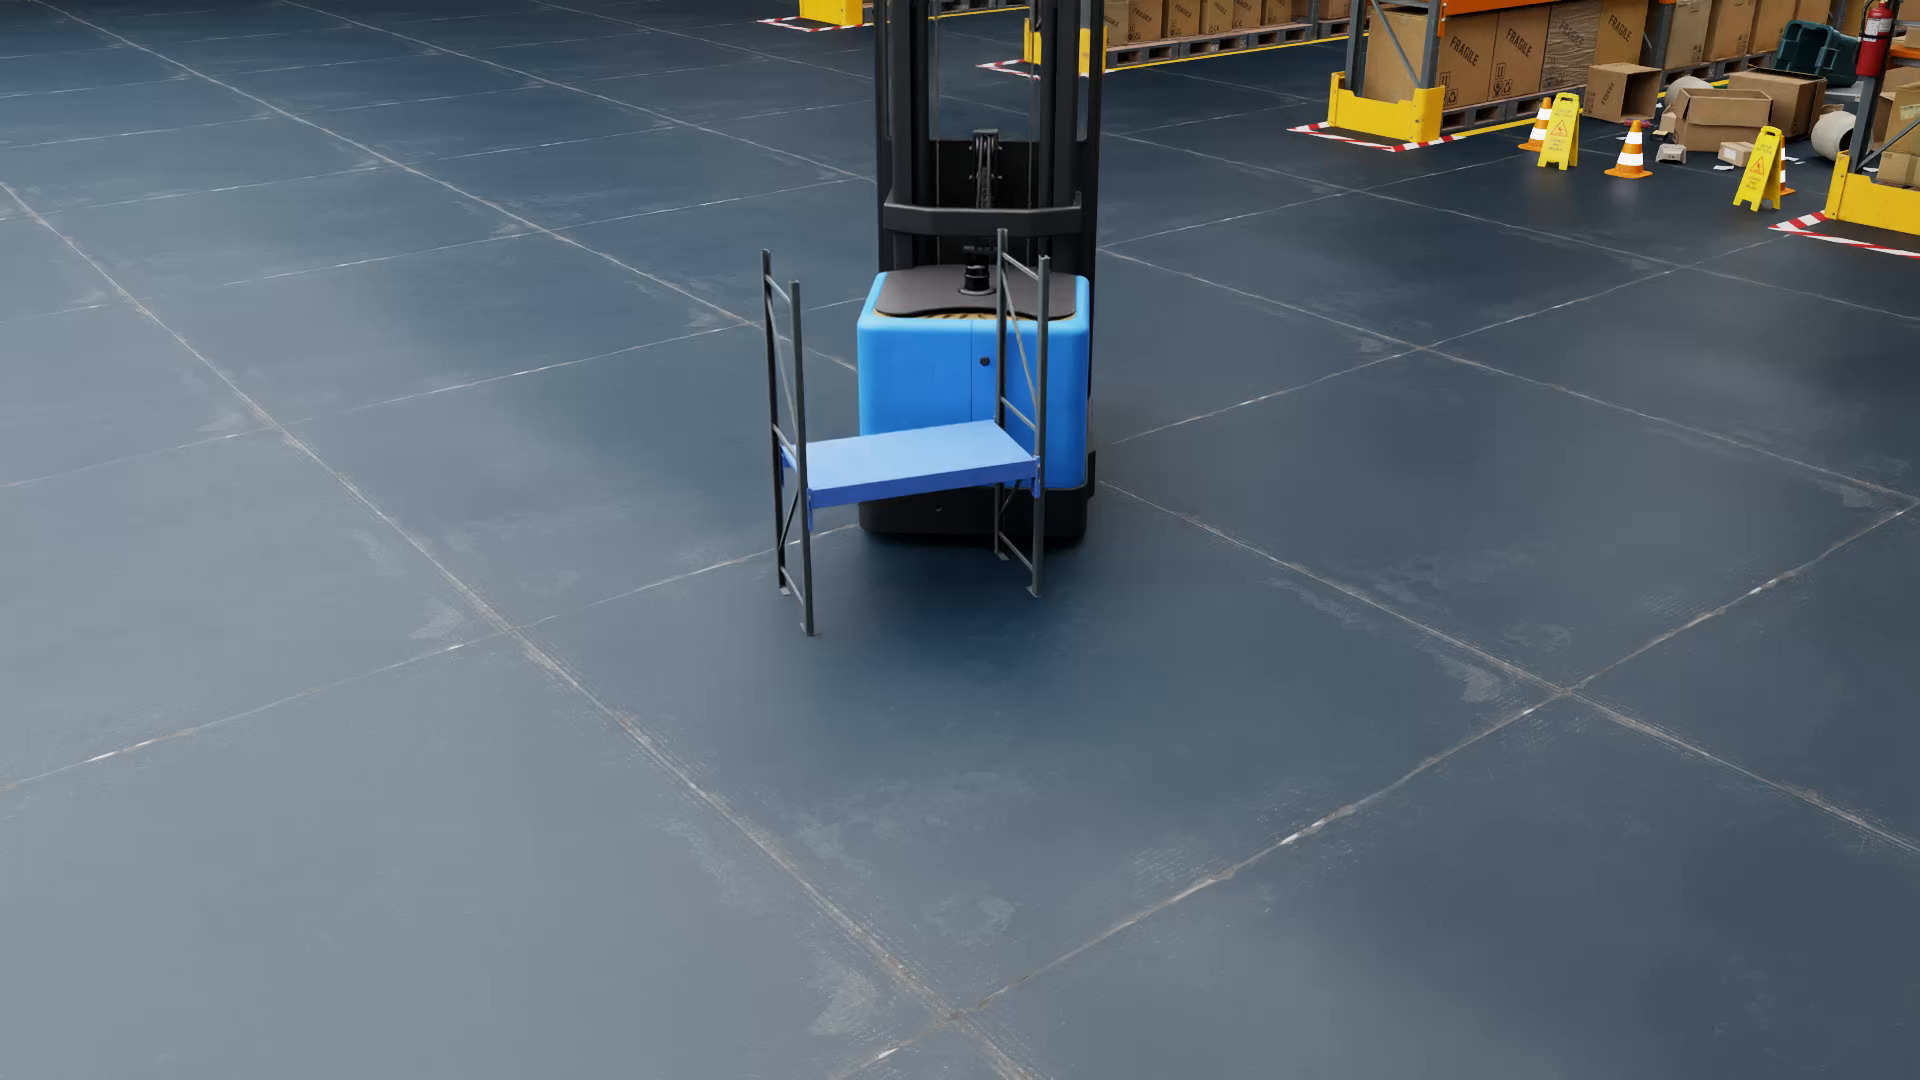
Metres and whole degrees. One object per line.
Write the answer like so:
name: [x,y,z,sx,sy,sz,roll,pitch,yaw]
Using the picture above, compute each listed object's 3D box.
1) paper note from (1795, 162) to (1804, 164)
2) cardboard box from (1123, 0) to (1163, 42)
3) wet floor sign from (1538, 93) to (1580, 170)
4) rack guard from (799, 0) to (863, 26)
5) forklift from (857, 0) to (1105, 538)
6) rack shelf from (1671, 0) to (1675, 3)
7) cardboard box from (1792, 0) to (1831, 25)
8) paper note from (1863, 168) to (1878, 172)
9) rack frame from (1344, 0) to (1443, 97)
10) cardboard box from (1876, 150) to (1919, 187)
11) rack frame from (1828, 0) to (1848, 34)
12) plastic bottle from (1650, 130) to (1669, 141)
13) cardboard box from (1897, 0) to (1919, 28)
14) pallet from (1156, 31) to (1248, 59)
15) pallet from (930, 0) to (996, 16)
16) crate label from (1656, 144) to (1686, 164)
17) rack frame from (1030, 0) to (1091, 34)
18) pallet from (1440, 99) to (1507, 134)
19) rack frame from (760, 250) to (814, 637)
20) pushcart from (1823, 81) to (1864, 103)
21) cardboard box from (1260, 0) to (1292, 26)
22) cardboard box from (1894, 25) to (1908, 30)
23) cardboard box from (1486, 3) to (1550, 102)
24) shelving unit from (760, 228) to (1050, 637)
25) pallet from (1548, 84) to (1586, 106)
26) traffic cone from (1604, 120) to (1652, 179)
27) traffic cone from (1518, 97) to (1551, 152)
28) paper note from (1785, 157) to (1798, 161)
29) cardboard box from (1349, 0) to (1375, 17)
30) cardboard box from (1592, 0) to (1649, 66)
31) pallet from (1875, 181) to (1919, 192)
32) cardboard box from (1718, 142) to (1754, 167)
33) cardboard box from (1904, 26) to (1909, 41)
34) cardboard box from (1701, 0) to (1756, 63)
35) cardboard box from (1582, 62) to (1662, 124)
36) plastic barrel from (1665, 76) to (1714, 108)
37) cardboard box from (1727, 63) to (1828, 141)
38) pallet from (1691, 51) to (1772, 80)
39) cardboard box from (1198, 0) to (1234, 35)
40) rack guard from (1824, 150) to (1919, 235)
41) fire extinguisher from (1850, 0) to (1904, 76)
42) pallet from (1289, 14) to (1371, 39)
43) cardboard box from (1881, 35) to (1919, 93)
paper note: [7.612,-3.418,15.067,0.123,0.001,0.032,-18,31,-34]
cardboard box: [2.146,-6.439,20.495,0.500,0.500,0.500,-10,27,-21]
wet floor sign: [5.375,-3.658,14.830,0.267,0.644,0.232,21,32,37]
rack guard: [-1.830,-7.601,23.499,0.348,0.500,1.175,-18,31,-34]
forklift: [0.153,-1.921,8.373,1.130,2.935,3.031,2,25,4]
rack shelf: [8.898,-6.622,19.274,4.000,0.370,1.077,-18,31,-34]
cardboard box: [9.937,-6.509,20.350,0.750,0.750,1.050,-19,31,-35]
paper note: [8.114,-3.301,14.792,0.142,0.019,0.148,15,29,29]
rack frame: [4.176,-5.389,15.764,0.127,3.000,1.000,-18,31,-34]
cardboard box: [7.799,-3.024,13.436,0.500,0.250,0.500,-18,31,-34]
rack frame: [10.472,-7.467,20.242,0.127,3.000,1.000,-18,31,-34]
plastic bottle: [6.768,-3.916,16.080,0.133,0.061,0.283,15,29,29]
cardboard box: [7.567,-4.188,12.704,0.500,0.500,0.500,-19,31,-35]
pallet: [2.876,-6.328,21.099,1.213,0.211,1.003,-18,31,-34]
pallet: [-0.228,-7.994,24.689,1.213,0.211,1.003,-18,31,-34]
crate label: [6.481,-3.520,15.138,0.250,0.136,0.298,10,27,20]
rack frame: [1.195,-7.059,19.361,0.127,3.000,1.000,-18,31,-34]
pallet: [4.757,-4.358,16.854,1.213,0.211,1.003,-18,31,-34]
rack frame: [-0.701,-0.382,6.756,0.032,1.500,0.500,-9,26,-18]
pushcart: [9.012,-4.368,16.678,1.648,0.377,0.936,15,29,29]
cardboard box: [4.004,-7.064,21.842,0.500,0.500,0.500,-19,31,-36]
cardboard box: [11.980,-6.890,21.468,0.500,0.500,0.500,-19,31,-35]
cardboard box: [5.360,-5.043,17.044,0.875,0.875,0.875,-19,31,-35]
shelving unit: [-0.222,-0.455,6.913,1.048,1.500,0.538,-9,26,-18]
pallet: [6.677,-4.992,18.220,1.213,0.211,1.003,-18,31,-34]
traffic cone: [5.900,-3.443,14.585,0.334,0.463,0.336,-18,31,-34]
traffic cone: [5.471,-3.906,15.582,0.334,0.463,0.336,-18,31,-34]
paper note: [7.587,-3.500,15.233,0.142,0.019,0.148,-8,26,-16]
cardboard box: [5.226,-7.433,22.615,0.500,0.500,0.700,-18,31,-34]
cardboard box: [6.786,-5.515,18.060,0.875,0.875,0.875,-18,30,-33]
pallet: [8.031,-2.730,13.346,1.213,0.211,1.003,-18,31,-34]
cardboard box: [7.095,-3.492,15.062,0.250,0.149,0.380,-3,25,-7]
cardboard box: [7.604,-3.932,12.923,0.250,0.149,0.380,-19,31,-35]
cardboard box: [8.519,-6.039,19.337,0.750,0.750,1.050,-18,31,-34]
cardboard box: [6.736,-4.552,16.927,0.500,0.500,0.500,-13,28,-25]
plastic barrel: [7.378,-4.457,16.815,0.421,0.421,0.512,1,25,2]
cardboard box: [7.861,-4.246,16.104,0.503,0.637,0.797,-18,31,-34]
pallet: [8.845,-5.708,19.762,1.213,0.211,1.003,-18,31,-34]
cardboard box: [3.117,-6.725,21.113,0.500,0.500,0.500,-22,33,-38]
rack guard: [7.370,-2.662,12.856,0.348,0.500,1.175,-18,31,-34]
fire extinguisher: [6.936,-3.864,12.568,0.183,0.674,0.296,-18,31,-34]
pallet: [4.955,-7.036,22.624,1.213,0.211,1.003,-18,31,-34]
cardboard box: [9.336,-4.606,16.147,0.500,0.500,0.500,-18,31,-34]
